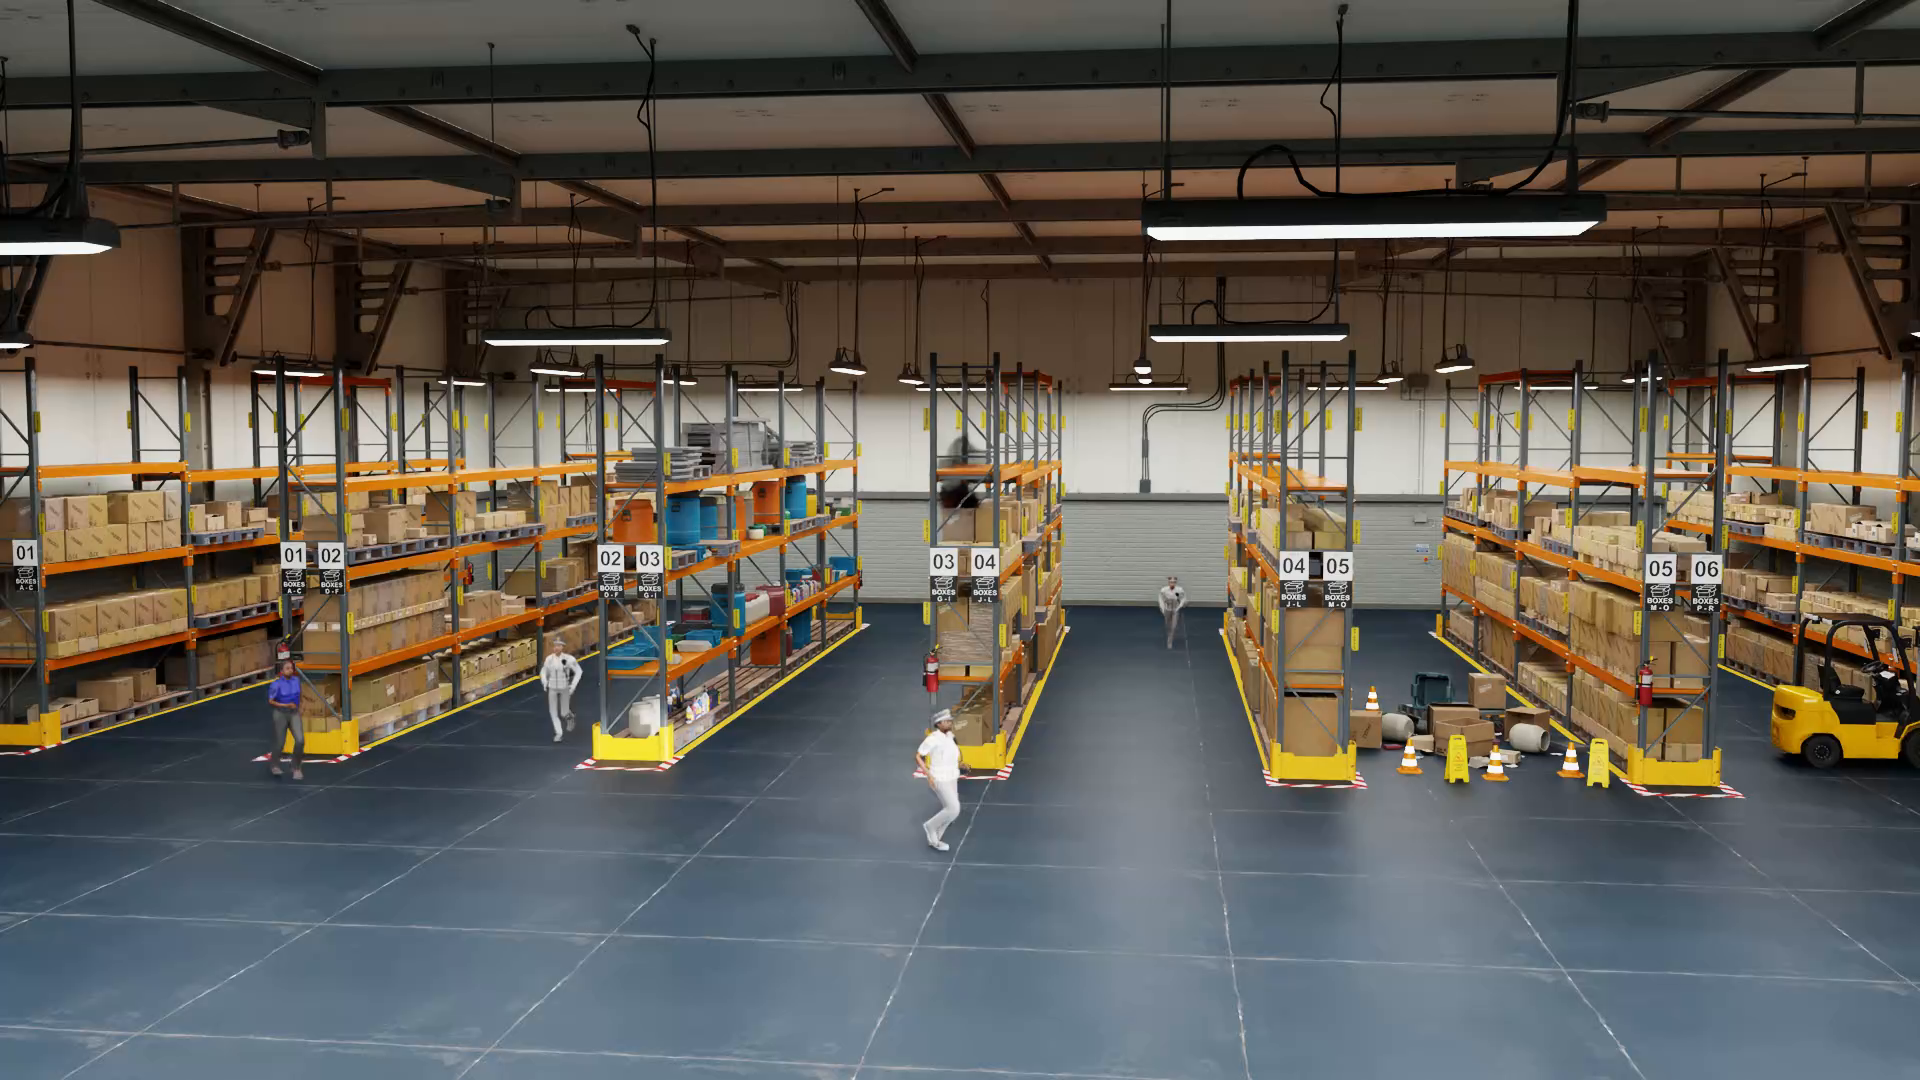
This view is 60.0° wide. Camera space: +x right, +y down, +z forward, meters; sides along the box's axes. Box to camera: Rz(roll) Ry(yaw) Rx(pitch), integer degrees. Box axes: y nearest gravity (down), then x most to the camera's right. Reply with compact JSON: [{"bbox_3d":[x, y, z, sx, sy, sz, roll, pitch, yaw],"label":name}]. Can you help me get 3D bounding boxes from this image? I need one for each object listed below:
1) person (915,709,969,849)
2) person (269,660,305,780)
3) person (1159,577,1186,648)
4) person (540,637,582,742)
[{"bbox_3d":[-0.154,2.796,19.389,0.576,1.659,0.560,3,5,33],"label":"person"},{"bbox_3d":[-9.438,2.546,23.368,0.745,1.728,0.589,4,6,43],"label":"person"},{"bbox_3d":[4.736,1.590,37.107,0.608,1.618,0.771,0,4,2],"label":"person"},{"bbox_3d":[-6.279,2.324,26.156,0.667,1.644,0.565,0,4,3],"label":"person"}]
